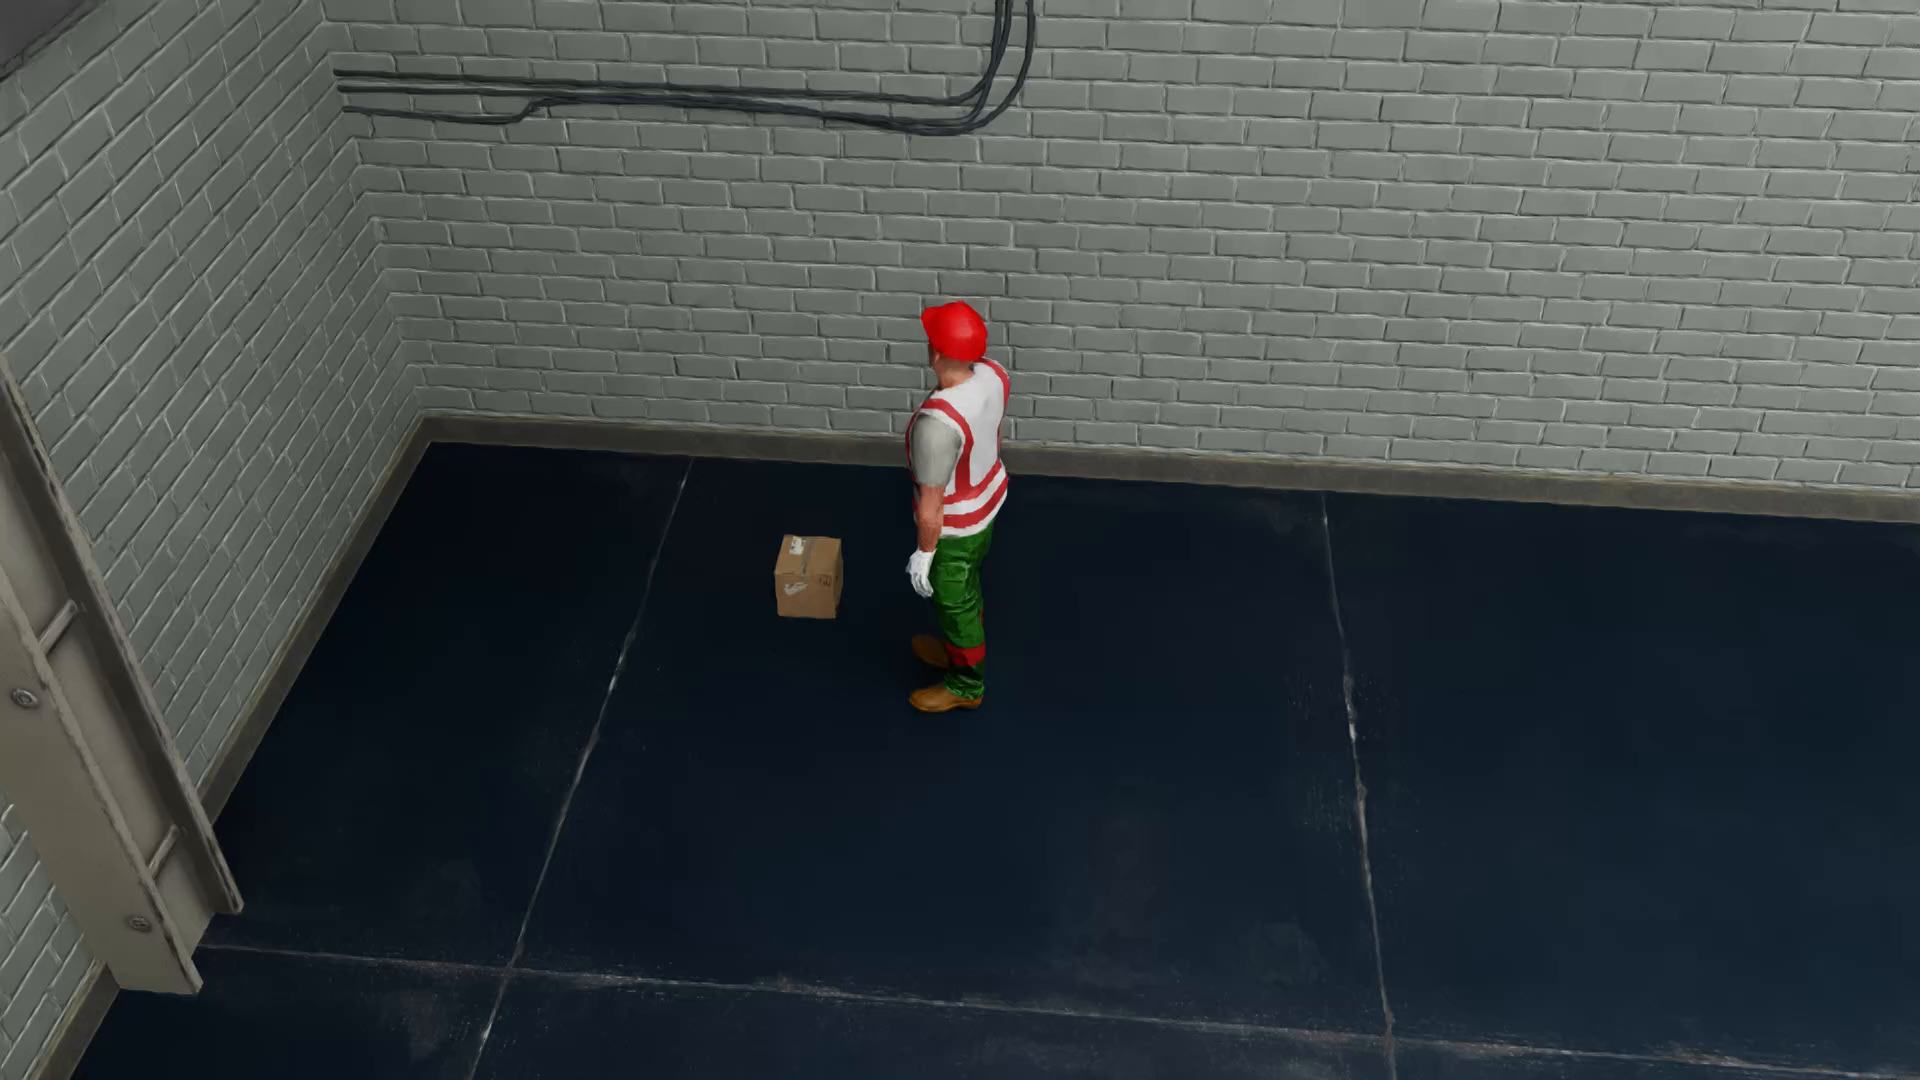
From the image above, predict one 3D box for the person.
[{"bbox_3d":[-0.065,-0.110,6.227,0.424,1.791,0.648,18,43,20],"label":"person"}]
